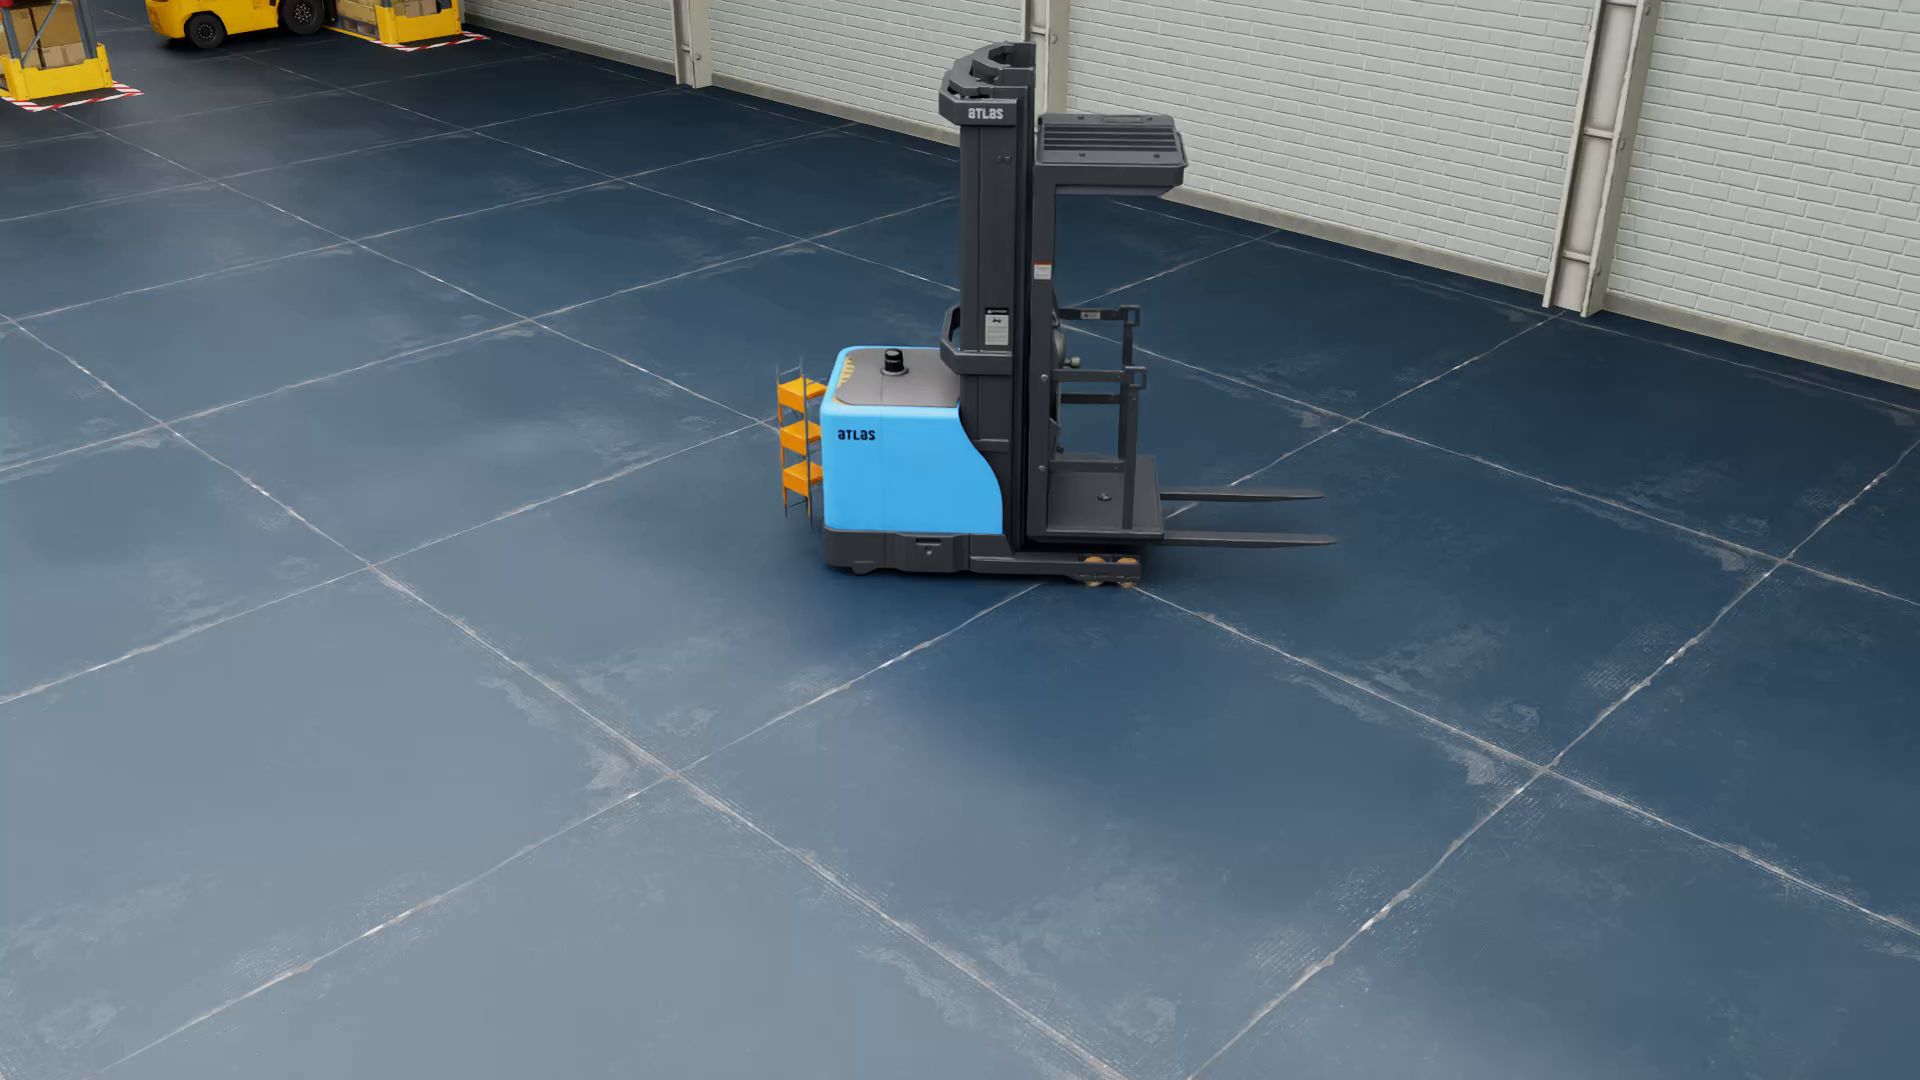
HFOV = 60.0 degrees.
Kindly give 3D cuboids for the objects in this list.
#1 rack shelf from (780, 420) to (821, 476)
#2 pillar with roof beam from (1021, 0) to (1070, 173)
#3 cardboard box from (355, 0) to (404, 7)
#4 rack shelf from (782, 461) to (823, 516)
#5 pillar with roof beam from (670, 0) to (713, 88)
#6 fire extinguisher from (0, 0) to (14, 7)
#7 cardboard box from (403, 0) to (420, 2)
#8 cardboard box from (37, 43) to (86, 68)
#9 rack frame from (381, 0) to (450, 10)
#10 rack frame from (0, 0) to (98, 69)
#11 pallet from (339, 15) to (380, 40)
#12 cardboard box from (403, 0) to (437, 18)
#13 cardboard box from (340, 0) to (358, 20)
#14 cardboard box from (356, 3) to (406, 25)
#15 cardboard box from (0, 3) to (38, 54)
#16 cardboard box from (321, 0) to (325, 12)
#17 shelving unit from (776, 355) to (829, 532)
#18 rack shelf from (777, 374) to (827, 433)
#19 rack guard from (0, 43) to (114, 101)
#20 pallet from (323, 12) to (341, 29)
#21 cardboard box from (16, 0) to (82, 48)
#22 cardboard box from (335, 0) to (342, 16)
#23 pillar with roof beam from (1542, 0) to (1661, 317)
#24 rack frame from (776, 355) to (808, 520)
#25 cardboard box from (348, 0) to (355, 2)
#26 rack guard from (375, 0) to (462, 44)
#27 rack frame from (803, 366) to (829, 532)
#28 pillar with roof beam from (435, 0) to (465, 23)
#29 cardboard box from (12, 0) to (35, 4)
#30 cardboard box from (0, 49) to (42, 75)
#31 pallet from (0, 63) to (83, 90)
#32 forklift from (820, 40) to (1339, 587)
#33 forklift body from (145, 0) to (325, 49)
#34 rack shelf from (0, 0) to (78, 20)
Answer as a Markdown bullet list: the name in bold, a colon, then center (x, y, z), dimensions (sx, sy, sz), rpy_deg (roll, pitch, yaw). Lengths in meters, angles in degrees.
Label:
- **rack shelf**: center (-0.948, -0.579, 10.245), dimensions (0.240, 0.259, 0.215), rpy_deg (24, 36, 38)
- **pillar with roof beam**: center (-2.151, -6.468, 12.882), dimensions (0.400, 9.000, 9.100), rpy_deg (25, 36, 38)
- **cardboard box**: center (-8.391, -7.876, 23.972), dimensions (0.500, 0.250, 0.500), rpy_deg (24, 36, 38)
- **rack shelf**: center (-0.948, -0.333, 10.375), dimensions (0.240, 0.259, 0.215), rpy_deg (24, 36, 38)
- **pillar with roof beam**: center (-6.430, -8.426, 16.606), dimensions (0.400, 9.000, 9.100), rpy_deg (25, 36, 38)
- **fire extinguisher**: center (-11.544, -6.758, 19.962), dimensions (0.183, 0.674, 0.296), rpy_deg (25, 36, 38)
- **cardboard box**: center (-8.015, -8.043, 24.290), dimensions (0.500, 0.250, 0.500), rpy_deg (-25, 36, -38)
- **cardboard box**: center (-11.684, -6.306, 21.523), dimensions (0.500, 0.250, 0.500), rpy_deg (24, 36, 38)
- **rack frame**: center (-7.825, -8.631, 23.441), dimensions (0.127, 3.000, 1.000), rpy_deg (25, 36, 38)
- **rack frame**: center (-11.303, -6.982, 20.306), dimensions (0.127, 3.000, 1.000), rpy_deg (25, 36, 38)
- **pallet**: center (-8.400, -7.632, 24.538), dimensions (1.213, 0.211, 1.003), rpy_deg (25, 36, 38)
- **cardboard box**: center (-8.038, -7.825, 24.412), dimensions (0.500, 0.250, 0.500), rpy_deg (25, 37, 39)
- **cardboard box**: center (-8.730, -7.814, 24.390), dimensions (0.500, 0.250, 0.500), rpy_deg (25, 36, 38)
- **cardboard box**: center (-8.382, -7.648, 24.076), dimensions (0.500, 0.250, 0.500), rpy_deg (25, 37, 39)
- **cardboard box**: center (-12.057, -6.458, 21.006), dimensions (0.500, 0.500, 0.500), rpy_deg (25, 37, 39)
- **cardboard box**: center (-9.466, -8.142, 25.014), dimensions (0.500, 0.250, 0.500), rpy_deg (-24, 36, -38)
- **shelving unit**: center (-0.948, -0.588, 10.240), dimensions (0.252, 1.050, 0.215), rpy_deg (24, 36, 38)
- **rack shelf**: center (-0.948, -0.830, 10.113), dimensions (0.240, 0.259, 0.215), rpy_deg (24, 36, 38)
- **rack guard**: center (-11.357, -5.901, 20.935), dimensions (0.348, 0.500, 1.175), rpy_deg (25, 36, 38)
- **pallet**: center (-9.266, -8.030, 25.295), dimensions (1.213, 0.211, 1.003), rpy_deg (25, 36, 38)
- **cardboard box**: center (-11.701, -6.646, 21.363), dimensions (0.500, 0.500, 0.500), rpy_deg (23, 36, 37)
- **cardboard box**: center (-9.080, -7.980, 24.706), dimensions (0.500, 0.250, 0.500), rpy_deg (-25, 37, -39)
- **pillar with roof beam**: center (2.127, -4.511, 9.159), dimensions (0.400, 9.000, 9.100), rpy_deg (25, 36, 38)
- **rack frame**: center (-1.035, -0.628, 10.316), dimensions (0.008, 1.050, 0.200), rpy_deg (24, 36, 38)
- **cardboard box**: center (-8.742, -8.043, 24.290), dimensions (0.500, 0.250, 0.500), rpy_deg (24, 36, 38)
- **rack guard**: center (-7.808, -7.517, 24.008), dimensions (0.348, 0.500, 1.175), rpy_deg (25, 36, 38)
- **rack frame**: center (-0.860, -0.548, 10.165), dimensions (0.008, 1.050, 0.200), rpy_deg (24, 36, 38)
- **pillar with roof beam**: center (-10.708, -10.384, 20.329), dimensions (0.400, 9.000, 9.100), rpy_deg (25, 36, 38)
- **cardboard box**: center (-12.077, -6.815, 21.685), dimensions (0.500, 0.500, 0.500), rpy_deg (23, 35, 37)
- **cardboard box**: center (-12.085, -6.134, 21.195), dimensions (0.500, 0.250, 0.500), rpy_deg (24, 36, 38)
- **pallet**: center (-11.911, -6.050, 21.529), dimensions (1.213, 0.211, 1.003), rpy_deg (25, 36, 38)
- **forklift**: center (0.727, -1.281, 9.537), dimensions (3.031, 2.935, 1.130), rpy_deg (2, 28, 3)
- **forklift body**: center (-10.456, -8.269, 23.664), dimensions (1.214, 2.155, 2.313), rpy_deg (25, 36, 38)
- **rack shelf**: center (-12.729, -7.317, 21.715), dimensions (4.000, 0.370, 1.077), rpy_deg (25, 36, 38)
